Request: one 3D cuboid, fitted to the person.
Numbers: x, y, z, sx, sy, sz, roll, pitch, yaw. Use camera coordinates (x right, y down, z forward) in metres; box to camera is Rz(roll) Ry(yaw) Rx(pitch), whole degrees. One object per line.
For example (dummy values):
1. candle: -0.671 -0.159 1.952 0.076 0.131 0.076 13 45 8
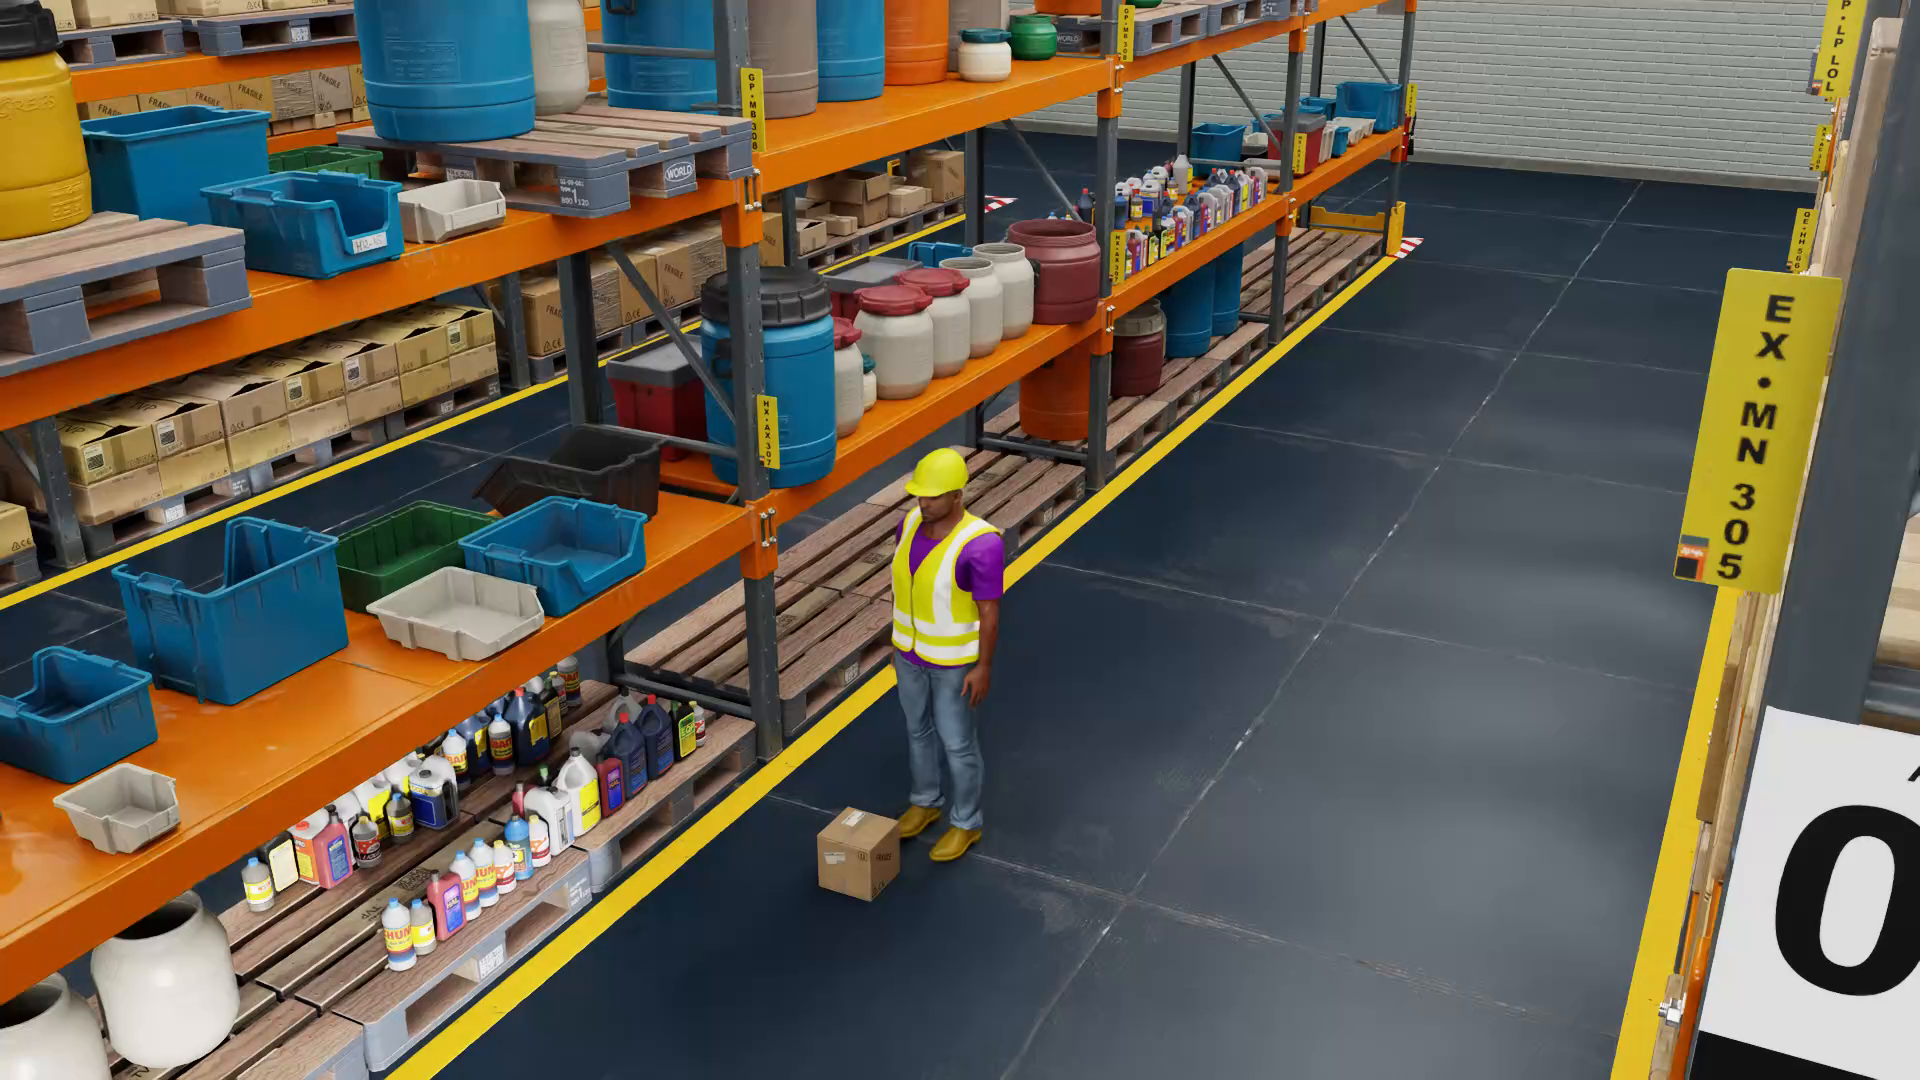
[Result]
1. person: -0.090 0.466 6.932 0.564 1.770 0.380 20 30 39
